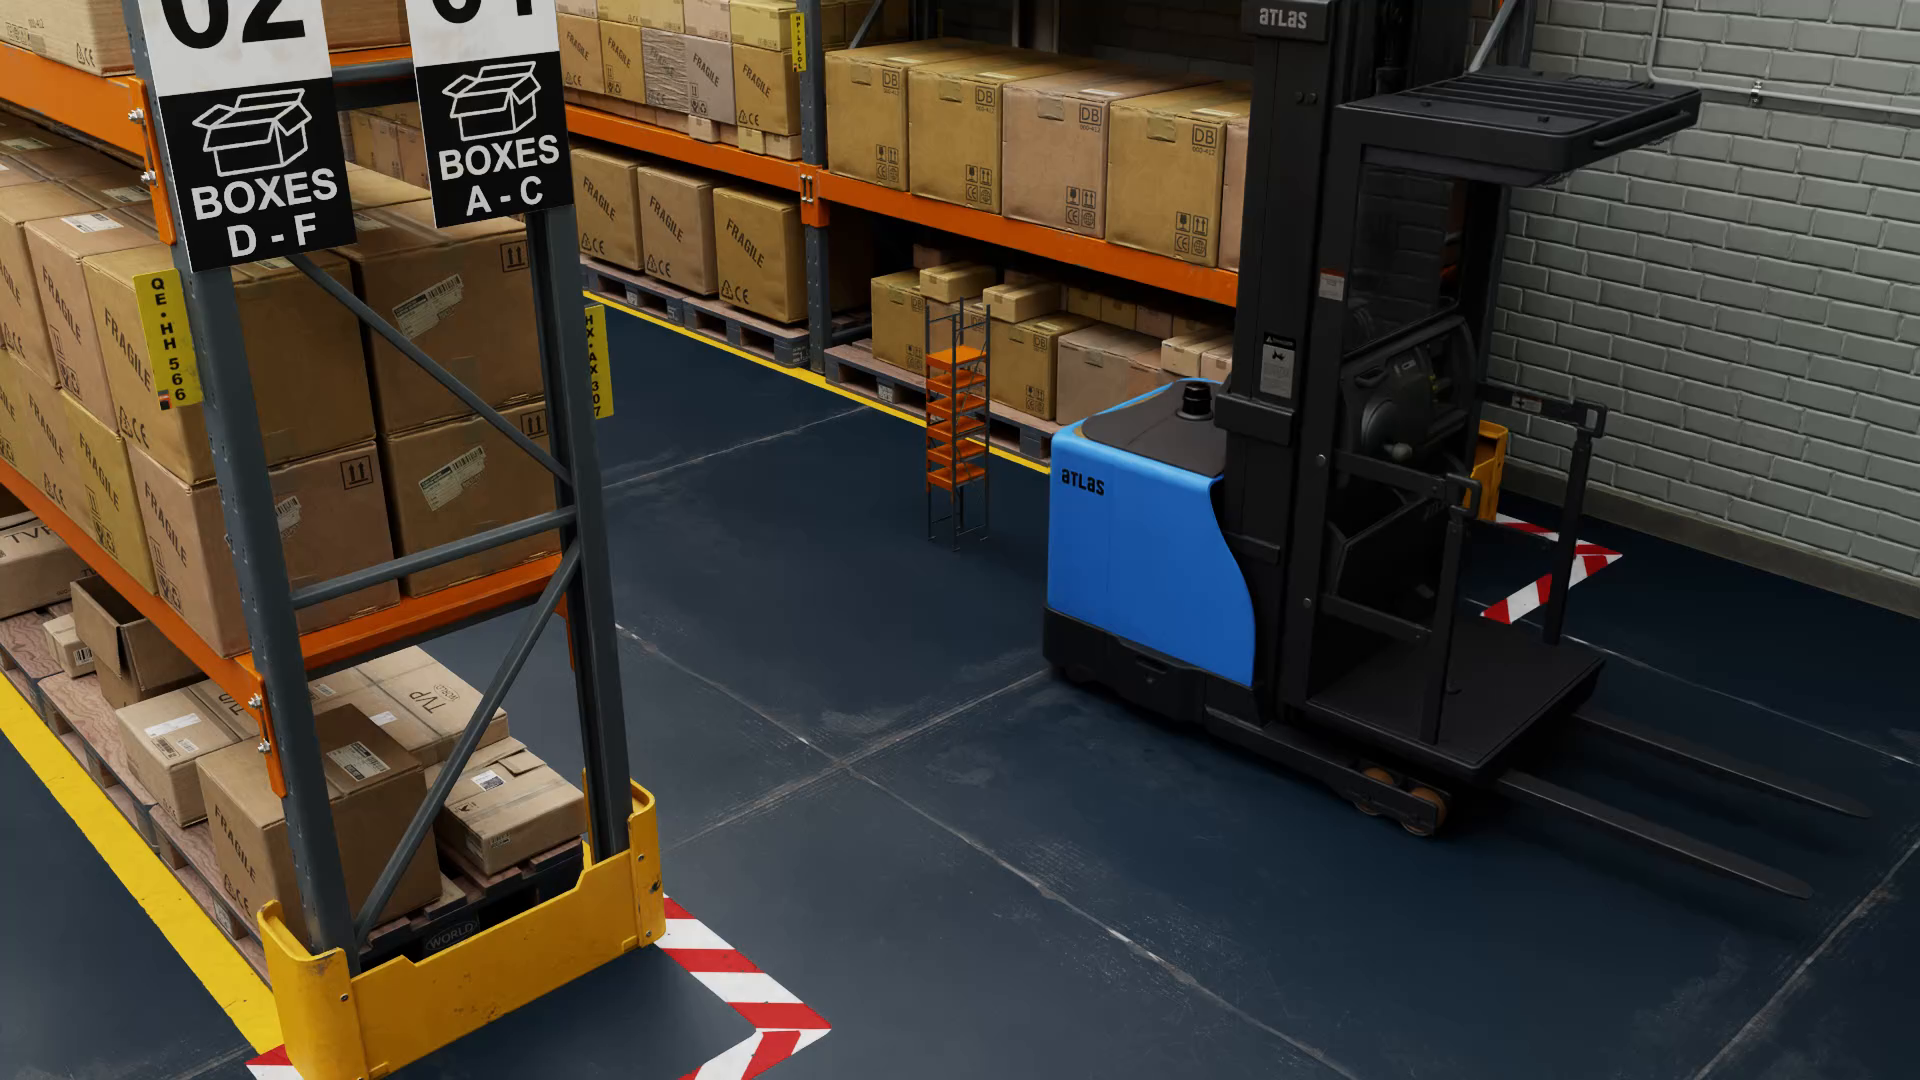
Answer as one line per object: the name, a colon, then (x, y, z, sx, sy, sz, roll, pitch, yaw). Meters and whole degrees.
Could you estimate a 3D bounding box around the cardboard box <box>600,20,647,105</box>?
cardboard box: (-2.086, -3.280, 11.322, 0.500, 0.500, 0.500, -20, 31, -37)

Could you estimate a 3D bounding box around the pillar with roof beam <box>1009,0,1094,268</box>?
pillar with roof beam: (-2.581, -4.107, 6.410, 9.100, 9.000, 0.400, -21, 32, -38)

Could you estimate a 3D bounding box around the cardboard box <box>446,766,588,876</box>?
cardboard box: (-1.463, 0.926, 5.512, 0.380, 0.149, 0.250, -21, 32, -38)

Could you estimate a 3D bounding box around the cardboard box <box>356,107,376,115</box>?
cardboard box: (-5.197, -4.042, 15.075, 0.500, 0.250, 0.500, -22, 33, -39)

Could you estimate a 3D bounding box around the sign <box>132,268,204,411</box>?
sign: (-1.846, -0.466, 3.882, 0.100, 0.325, 0.005, -21, 32, -38)

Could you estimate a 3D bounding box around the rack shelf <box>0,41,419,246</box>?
rack shelf: (-2.795, -1.590, 5.375, 1.077, 0.370, 4.000, -21, 32, -38)

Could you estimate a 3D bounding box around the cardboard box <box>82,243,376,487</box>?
cardboard box: (-1.933, -0.504, 4.416, 0.500, 0.500, 0.500, -22, 32, -39)

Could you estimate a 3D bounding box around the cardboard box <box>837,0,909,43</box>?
cardboard box: (-0.672, -3.310, 10.484, 0.500, 0.250, 0.500, -20, 31, -37)

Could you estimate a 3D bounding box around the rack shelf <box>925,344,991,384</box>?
rack shelf: (-0.010, -0.837, 7.880, 0.258, 0.103, 0.180, -21, 32, -38)

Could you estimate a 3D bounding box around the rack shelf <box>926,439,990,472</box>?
rack shelf: (-0.010, -0.401, 8.079, 0.258, 0.103, 0.180, -21, 32, -38)

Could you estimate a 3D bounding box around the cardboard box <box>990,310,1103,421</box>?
cardboard box: (0.578, -1.054, 9.452, 0.700, 0.500, 0.500, -20, 31, -37)

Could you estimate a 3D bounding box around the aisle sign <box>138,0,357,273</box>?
aisle sign: (-1.605, -1.022, 3.744, 0.394, 0.787, 0.004, -21, 32, -38)

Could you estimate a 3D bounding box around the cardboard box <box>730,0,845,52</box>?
cardboard box: (-1.054, -3.165, 10.168, 0.500, 0.250, 0.500, -20, 31, -37)

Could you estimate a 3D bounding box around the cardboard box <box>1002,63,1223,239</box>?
cardboard box: (0.810, -2.092, 8.861, 0.700, 0.700, 0.980, 22, 32, 39)

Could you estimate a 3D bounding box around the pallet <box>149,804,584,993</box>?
pallet: (-2.025, 1.058, 5.678, 1.003, 0.211, 1.213, -21, 32, -38)

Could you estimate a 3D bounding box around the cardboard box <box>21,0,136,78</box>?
cardboard box: (-1.971, -1.324, 4.105, 0.500, 0.250, 0.500, -21, 32, -38)

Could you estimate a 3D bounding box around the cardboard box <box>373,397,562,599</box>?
cardboard box: (-1.539, -0.202, 4.958, 0.500, 0.500, 0.500, -20, 32, -37)

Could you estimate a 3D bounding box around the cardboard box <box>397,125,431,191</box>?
cardboard box: (-4.440, -3.375, 14.515, 0.700, 0.500, 0.500, -21, 32, -39)

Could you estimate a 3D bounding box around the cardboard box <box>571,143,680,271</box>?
cardboard box: (-2.281, -2.463, 12.119, 0.750, 0.750, 0.750, -21, 32, -39)

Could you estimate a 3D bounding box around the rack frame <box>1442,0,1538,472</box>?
rack frame: (2.186, -1.353, 7.603, 1.000, 3.000, 0.127, -21, 32, -38)

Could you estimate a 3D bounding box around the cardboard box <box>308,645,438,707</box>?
cardboard box: (-2.276, 0.556, 6.201, 0.500, 0.250, 0.500, -21, 32, -38)

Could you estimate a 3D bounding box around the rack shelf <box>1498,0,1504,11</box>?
rack shelf: (0.819, -2.997, 8.458, 1.077, 0.370, 4.000, -21, 32, -38)

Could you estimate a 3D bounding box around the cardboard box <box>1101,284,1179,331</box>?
cardboard box: (0.998, -1.288, 9.184, 0.380, 0.149, 0.250, -21, 32, -38)

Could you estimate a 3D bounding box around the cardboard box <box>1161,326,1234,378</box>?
cardboard box: (1.238, -0.950, 8.444, 0.380, 0.149, 0.250, -20, 31, -37)

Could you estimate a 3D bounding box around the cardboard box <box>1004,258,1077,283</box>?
cardboard box: (0.476, -1.520, 9.692, 0.380, 0.149, 0.250, -23, 33, -40)

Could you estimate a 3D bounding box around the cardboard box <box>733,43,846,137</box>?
cardboard box: (-1.048, -2.823, 10.322, 0.500, 0.500, 0.500, -22, 32, -39)

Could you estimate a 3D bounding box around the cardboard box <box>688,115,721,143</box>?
cardboard box: (-1.543, -2.707, 10.847, 0.380, 0.149, 0.250, -21, 32, -38)

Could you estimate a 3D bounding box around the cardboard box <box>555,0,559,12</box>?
cardboard box: (-2.792, -3.935, 11.855, 0.500, 0.250, 0.500, -22, 32, -39)

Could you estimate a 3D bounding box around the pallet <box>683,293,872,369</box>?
pallet: (-1.131, -1.509, 11.303, 1.003, 0.211, 1.213, -21, 32, -38)

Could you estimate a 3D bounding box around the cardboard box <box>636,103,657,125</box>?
cardboard box: (-1.995, -2.963, 11.410, 0.380, 0.149, 0.250, -20, 31, -37)

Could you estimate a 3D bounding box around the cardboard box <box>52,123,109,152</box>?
cardboard box: (-2.931, -1.272, 6.100, 0.500, 0.500, 0.500, -21, 32, -38)

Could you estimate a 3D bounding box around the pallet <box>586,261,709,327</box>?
pallet: (-1.969, -1.879, 12.114, 1.003, 0.211, 1.213, -21, 32, -38)

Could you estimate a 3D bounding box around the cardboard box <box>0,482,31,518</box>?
cardboard box: (-4.708, -0.290, 7.753, 0.500, 0.500, 0.500, -21, 32, -39)

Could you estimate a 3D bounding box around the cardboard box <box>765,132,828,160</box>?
cardboard box: (-0.986, -2.482, 10.355, 0.380, 0.149, 0.250, -21, 32, -38)

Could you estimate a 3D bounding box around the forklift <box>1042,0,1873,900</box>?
forklift: (1.778, -0.524, 5.868, 3.031, 2.935, 1.130, 21, 32, 38)

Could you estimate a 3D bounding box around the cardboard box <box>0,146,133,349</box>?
cardboard box: (-2.987, -0.968, 5.433, 0.500, 0.500, 0.500, -20, 31, -37)

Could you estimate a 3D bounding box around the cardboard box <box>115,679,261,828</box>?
cardboard box: (-2.607, 0.713, 5.857, 0.500, 0.250, 0.500, -21, 32, -38)

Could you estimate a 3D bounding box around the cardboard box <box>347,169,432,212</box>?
cardboard box: (-1.901, -0.813, 5.092, 0.500, 0.500, 0.500, -21, 32, -38)

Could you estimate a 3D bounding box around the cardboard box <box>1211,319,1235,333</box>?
cardboard box: (1.519, -1.058, 8.679, 0.380, 0.149, 0.250, -21, 32, -38)

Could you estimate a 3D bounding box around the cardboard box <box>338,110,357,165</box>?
cardboard box: (-5.501, -3.834, 15.521, 0.700, 0.500, 0.500, -20, 31, -37)

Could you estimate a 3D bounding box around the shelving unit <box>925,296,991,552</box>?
shelving unit: (-0.010, -0.550, 8.011, 0.258, 1.200, 0.189, -21, 32, -38)

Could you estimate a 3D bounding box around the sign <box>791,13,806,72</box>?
sign: (-0.938, -2.899, 9.691, 0.100, 0.325, 0.005, -21, 32, -38)

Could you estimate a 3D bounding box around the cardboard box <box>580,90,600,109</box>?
cardboard box: (-2.495, -3.206, 11.942, 0.380, 0.149, 0.250, -20, 31, -37)

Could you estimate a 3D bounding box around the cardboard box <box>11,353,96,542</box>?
cardboard box: (-2.627, -0.360, 5.304, 0.500, 0.500, 0.500, -21, 32, -38)
